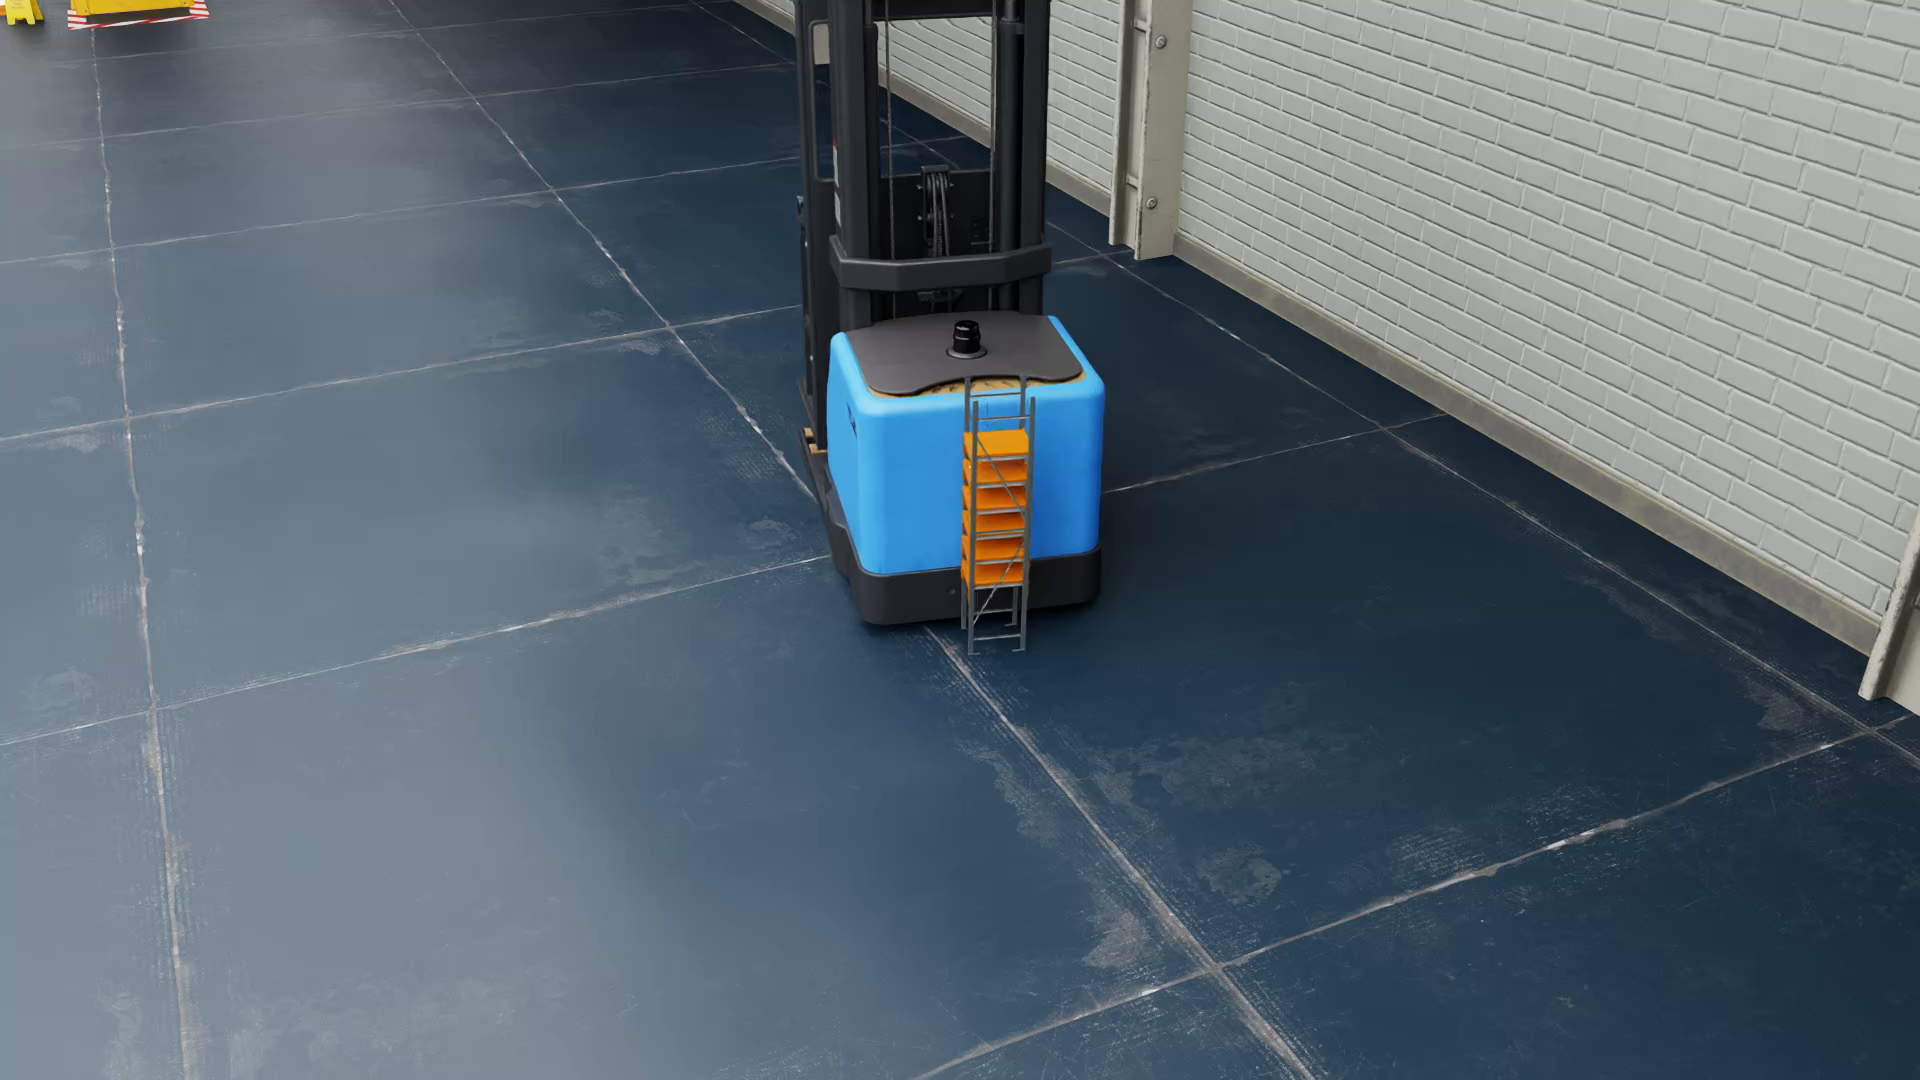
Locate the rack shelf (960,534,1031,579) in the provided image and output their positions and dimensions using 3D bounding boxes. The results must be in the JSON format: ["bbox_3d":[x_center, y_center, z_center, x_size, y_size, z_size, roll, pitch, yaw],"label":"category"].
[{"bbox_3d":[0.143,0.057,6.746,0.258,0.103,0.180,-5,34,-8],"label":"rack shelf"}]

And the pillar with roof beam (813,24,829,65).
[{"bbox_3d":[-5.226,-7.652,12.196,9.100,9.000,0.400,-13,32,-22],"label":"pillar with roof beam"}]

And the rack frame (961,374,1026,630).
[{"bbox_3d":[0.130,-0.131,6.731,0.240,1.200,0.006,-5,34,-8],"label":"rack frame"}]

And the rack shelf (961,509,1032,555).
[{"bbox_3d":[0.144,-0.043,6.680,0.258,0.103,0.180,-5,34,-8],"label":"rack shelf"}]

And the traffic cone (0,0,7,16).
[{"bbox_3d":[-10.260,-5.862,17.731,0.336,0.463,0.334,-13,32,-22],"label":"traffic cone"}]

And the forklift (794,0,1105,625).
[{"bbox_3d":[-0.209,-1.626,7.653,1.130,2.935,3.031,-6,30,-11],"label":"forklift"}]

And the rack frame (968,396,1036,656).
[{"bbox_3d":[0.160,-0.030,6.580,0.240,1.200,0.006,-5,34,-8],"label":"rack frame"}]

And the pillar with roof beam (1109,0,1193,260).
[{"bbox_3d":[-2.650,-5.002,7.469,9.100,9.000,0.400,-13,32,-22],"label":"pillar with roof beam"}]

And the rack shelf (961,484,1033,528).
[{"bbox_3d":[0.146,-0.143,6.614,0.258,0.103,0.180,-5,34,-8],"label":"rack shelf"}]

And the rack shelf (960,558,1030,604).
[{"bbox_3d":[0.142,0.157,6.812,0.258,0.103,0.180,-5,34,-8],"label":"rack shelf"}]

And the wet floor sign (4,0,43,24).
[{"bbox_3d":[-9.795,-5.714,17.280,0.267,0.644,0.232,-3,29,-5],"label":"wet floor sign"}]

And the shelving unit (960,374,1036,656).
[{"bbox_3d":[0.145,-0.081,6.655,0.258,1.200,0.189,-5,34,-8],"label":"shelving unit"}]

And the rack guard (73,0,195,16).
[{"bbox_3d":[-8.943,-5.993,17.926,1.175,0.500,0.348,-13,32,-22],"label":"rack guard"}]

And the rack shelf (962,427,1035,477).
[{"bbox_3d":[0.149,-0.344,6.481,0.258,0.103,0.180,-5,34,-8],"label":"rack shelf"}]

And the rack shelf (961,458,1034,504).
[{"bbox_3d":[0.147,-0.244,6.547,0.258,0.103,0.180,-5,34,-8],"label":"rack shelf"}]
